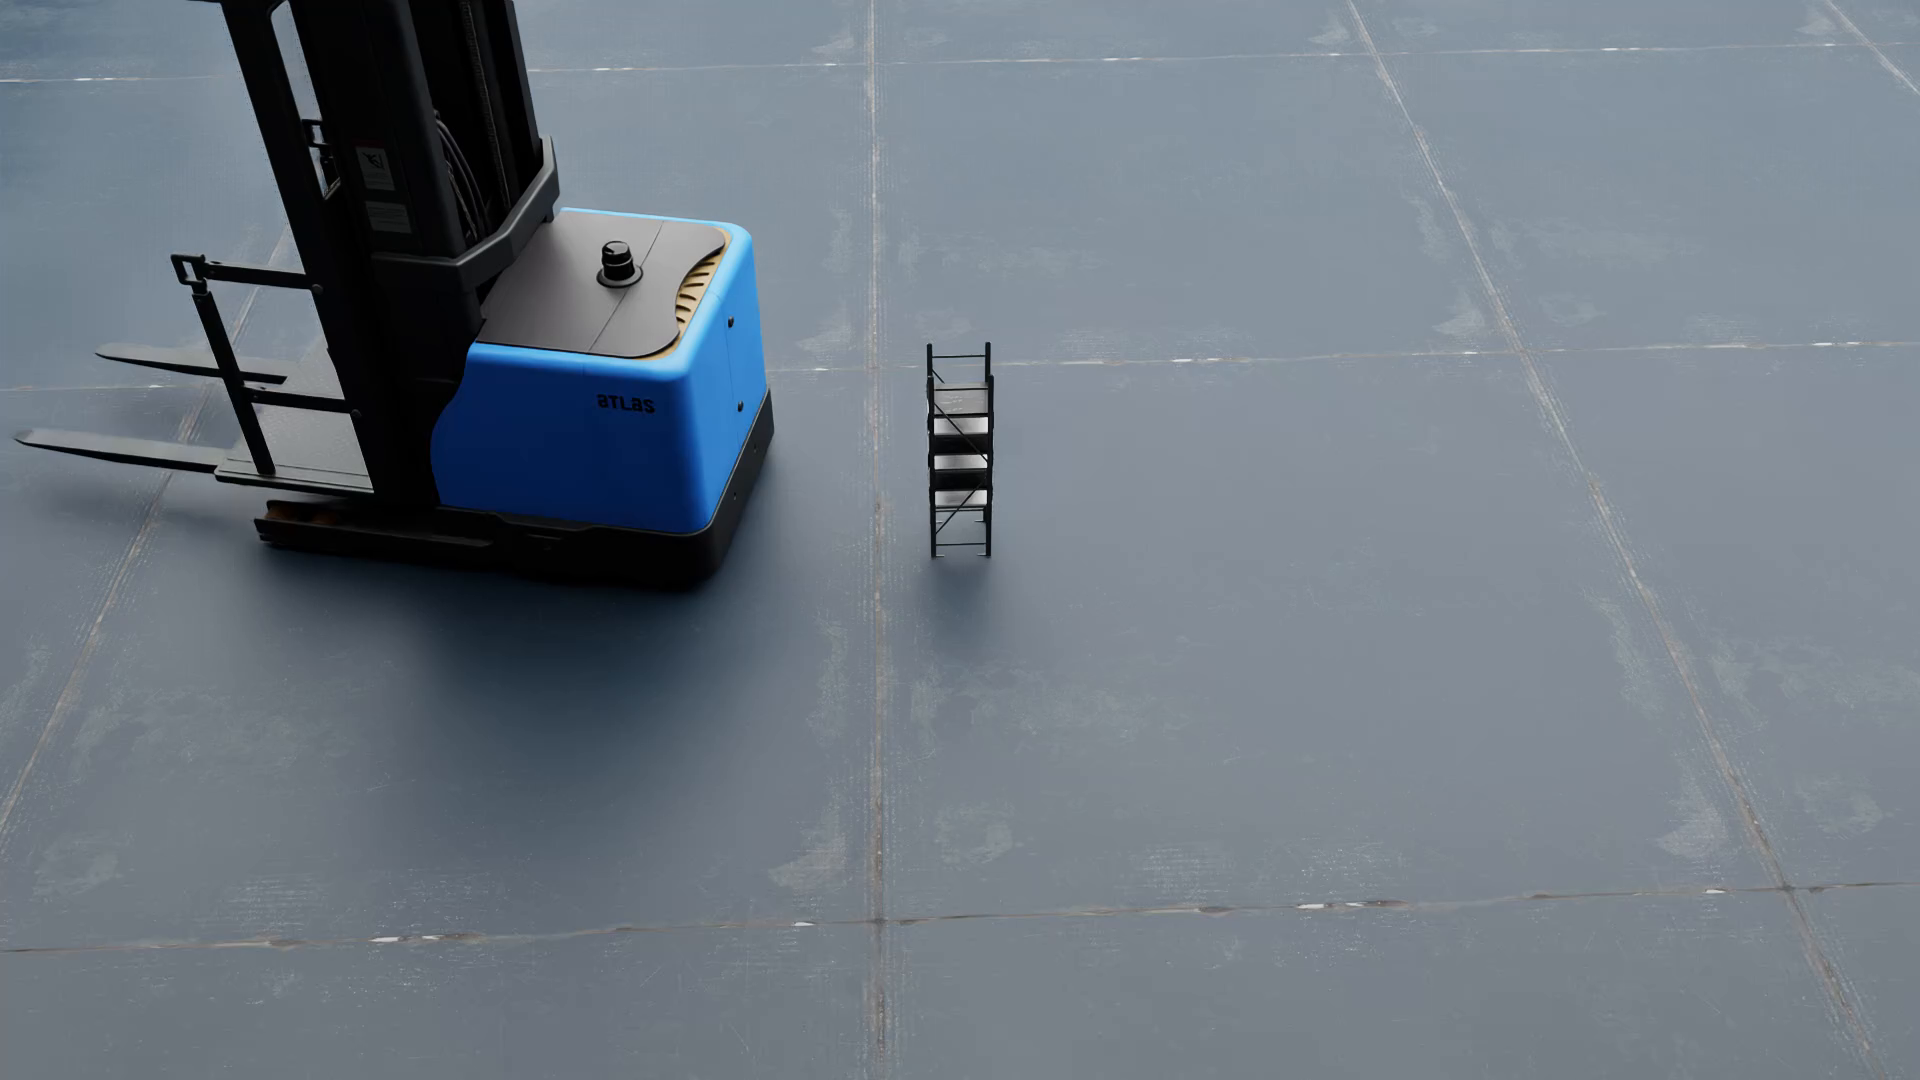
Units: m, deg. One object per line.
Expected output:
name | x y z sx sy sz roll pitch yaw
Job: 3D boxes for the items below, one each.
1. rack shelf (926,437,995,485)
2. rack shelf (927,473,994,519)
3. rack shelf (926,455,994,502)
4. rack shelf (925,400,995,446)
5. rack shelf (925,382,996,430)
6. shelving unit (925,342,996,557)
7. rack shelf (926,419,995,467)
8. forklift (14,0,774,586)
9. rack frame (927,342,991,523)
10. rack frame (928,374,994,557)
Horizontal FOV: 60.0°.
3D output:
rack shelf | 0.000 -0.313 6.474 0.258 0.077 0.200 -2 43 -2
rack shelf | 0.000 -0.180 6.596 0.258 0.077 0.200 -2 43 -2
rack shelf | 0.000 -0.246 6.535 0.258 0.077 0.200 -2 43 -2
rack shelf | 0.000 -0.445 6.353 0.258 0.077 0.200 -2 43 -2
rack shelf | 0.000 -0.512 6.292 0.258 0.077 0.200 -2 43 -2
shelving unit | 0.000 -0.337 6.452 0.258 0.900 0.210 -2 43 -2
rack shelf | 0.000 -0.379 6.414 0.258 0.077 0.200 -2 43 -2
forklift | -2.365 -1.379 6.085 3.031 2.935 1.130 7 43 7
rack frame | -0.005 -0.406 6.527 0.240 0.900 0.006 -2 43 -2
rack frame | 0.004 -0.269 6.377 0.240 0.900 0.006 -2 43 -2
